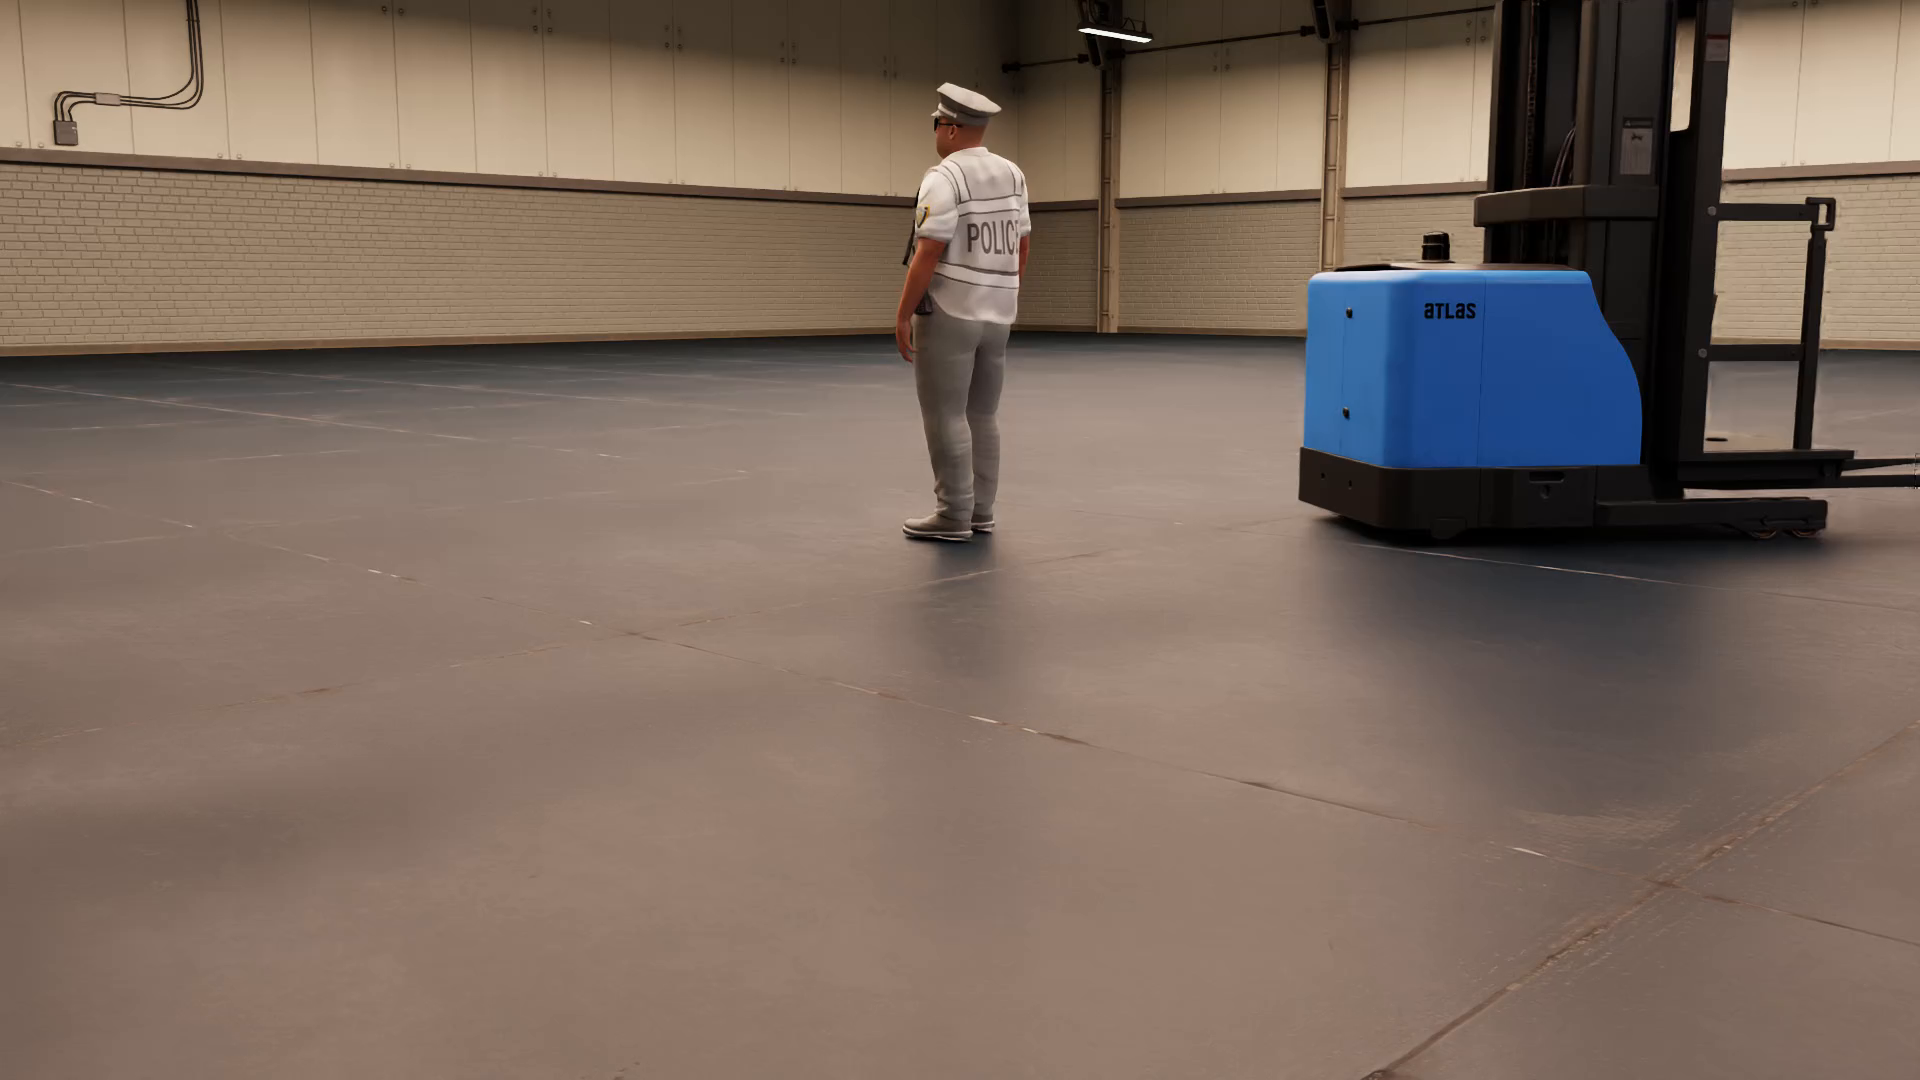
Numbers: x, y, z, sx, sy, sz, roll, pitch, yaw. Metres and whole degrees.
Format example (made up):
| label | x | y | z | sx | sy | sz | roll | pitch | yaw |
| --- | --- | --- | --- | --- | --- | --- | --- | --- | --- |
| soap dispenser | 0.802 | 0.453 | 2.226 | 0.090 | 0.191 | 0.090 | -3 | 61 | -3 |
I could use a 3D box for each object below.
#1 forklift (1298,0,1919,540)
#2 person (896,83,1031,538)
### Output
| label | x | y | z | sx | sy | sz | roll | pitch | yaw |
| --- | --- | --- | --- | --- | --- | --- | --- | --- | --- |
| forklift | 3.074 | -1.528 | 7.018 | 3.031 | 2.935 | 1.130 | -1 | 9 | -9 |
| person | -0.048 | -0.898 | 6.645 | 0.574 | 1.780 | 0.641 | 8 | 12 | 43 |
